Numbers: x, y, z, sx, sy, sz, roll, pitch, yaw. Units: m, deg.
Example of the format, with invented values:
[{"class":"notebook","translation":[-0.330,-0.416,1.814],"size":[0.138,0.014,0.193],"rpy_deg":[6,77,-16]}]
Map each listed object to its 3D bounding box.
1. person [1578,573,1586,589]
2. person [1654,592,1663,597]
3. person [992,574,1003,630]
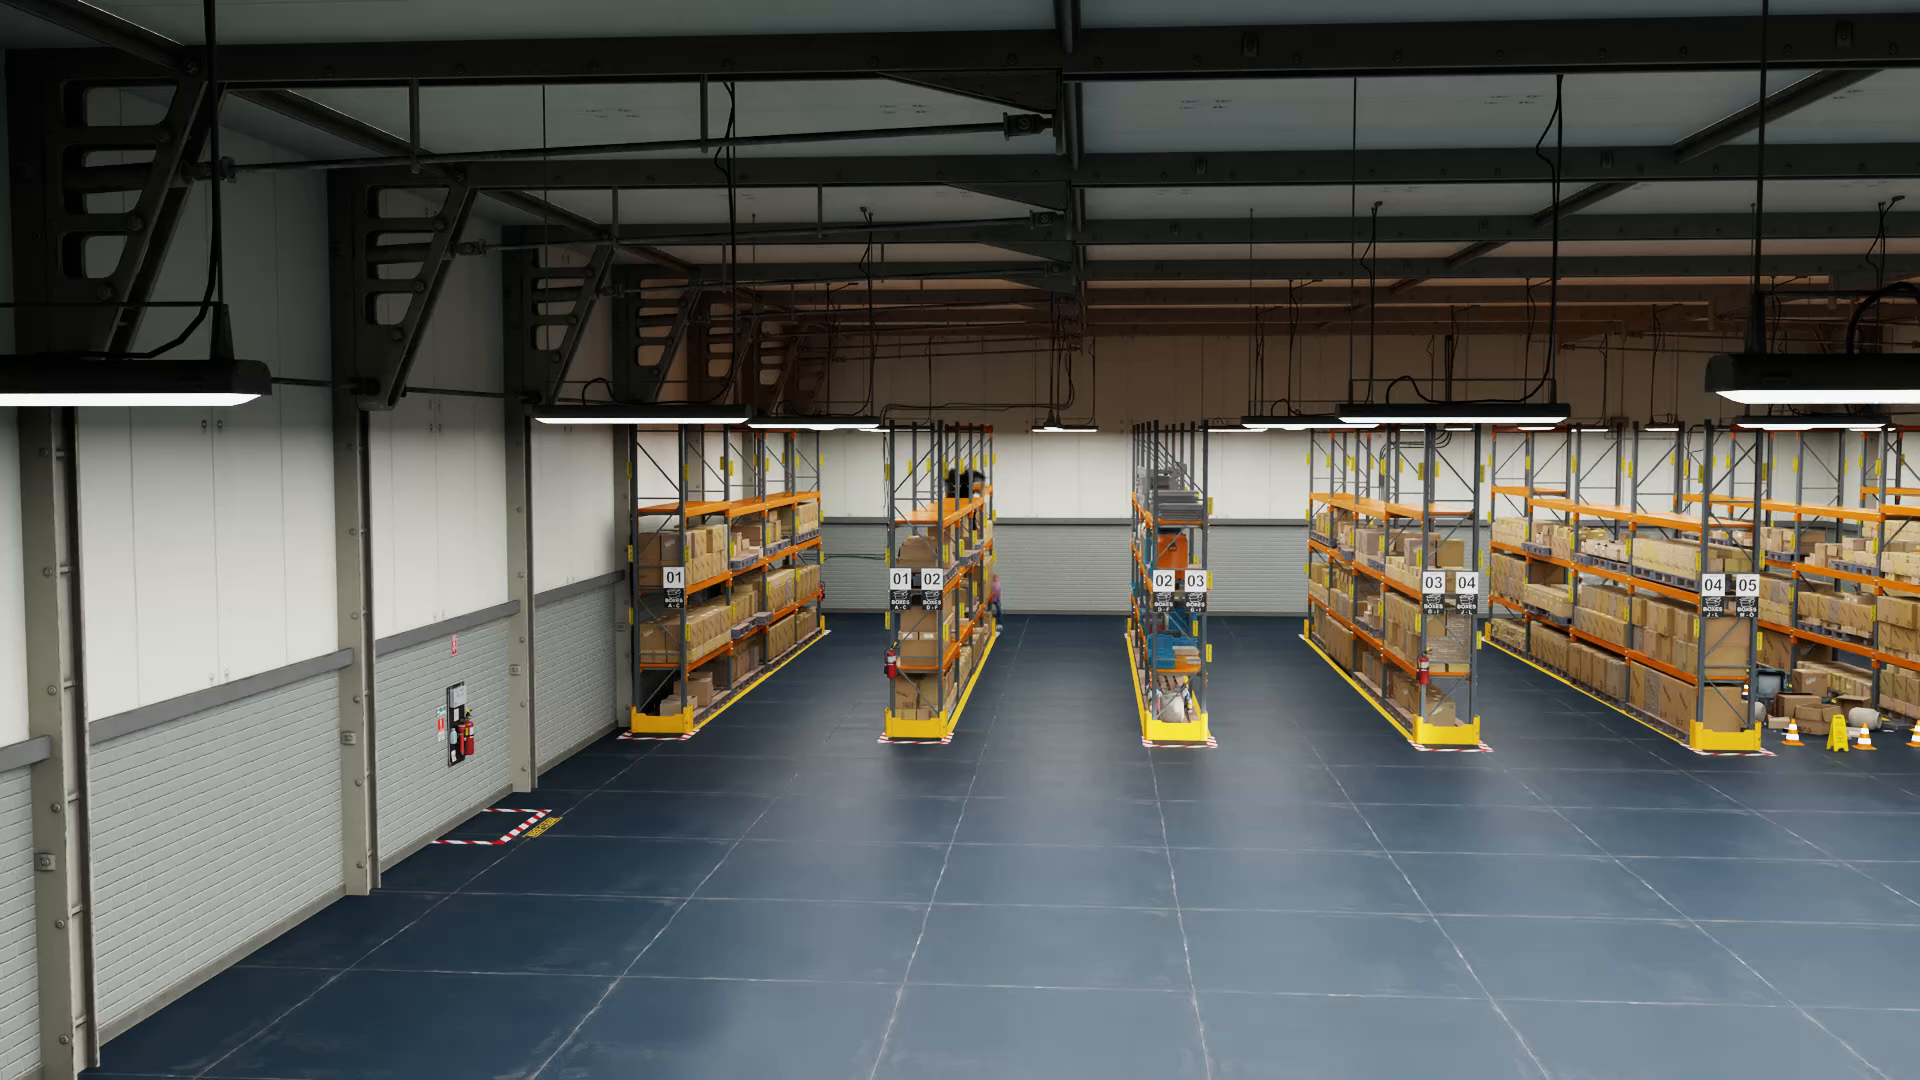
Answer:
[{"class":"person","translation":[17.717,1.827,47.709],"size":[0.720,1.789,0.672],"rpy_deg":[-1,4,-15]},{"class":"person","translation":[17.837,2.152,42.437],"size":[0.634,1.744,0.971],"rpy_deg":[-1,4,-12]},{"class":"person","translation":[0.999,1.804,48.930],"size":[0.534,1.609,0.861],"rpy_deg":[-3,4,-35]}]
